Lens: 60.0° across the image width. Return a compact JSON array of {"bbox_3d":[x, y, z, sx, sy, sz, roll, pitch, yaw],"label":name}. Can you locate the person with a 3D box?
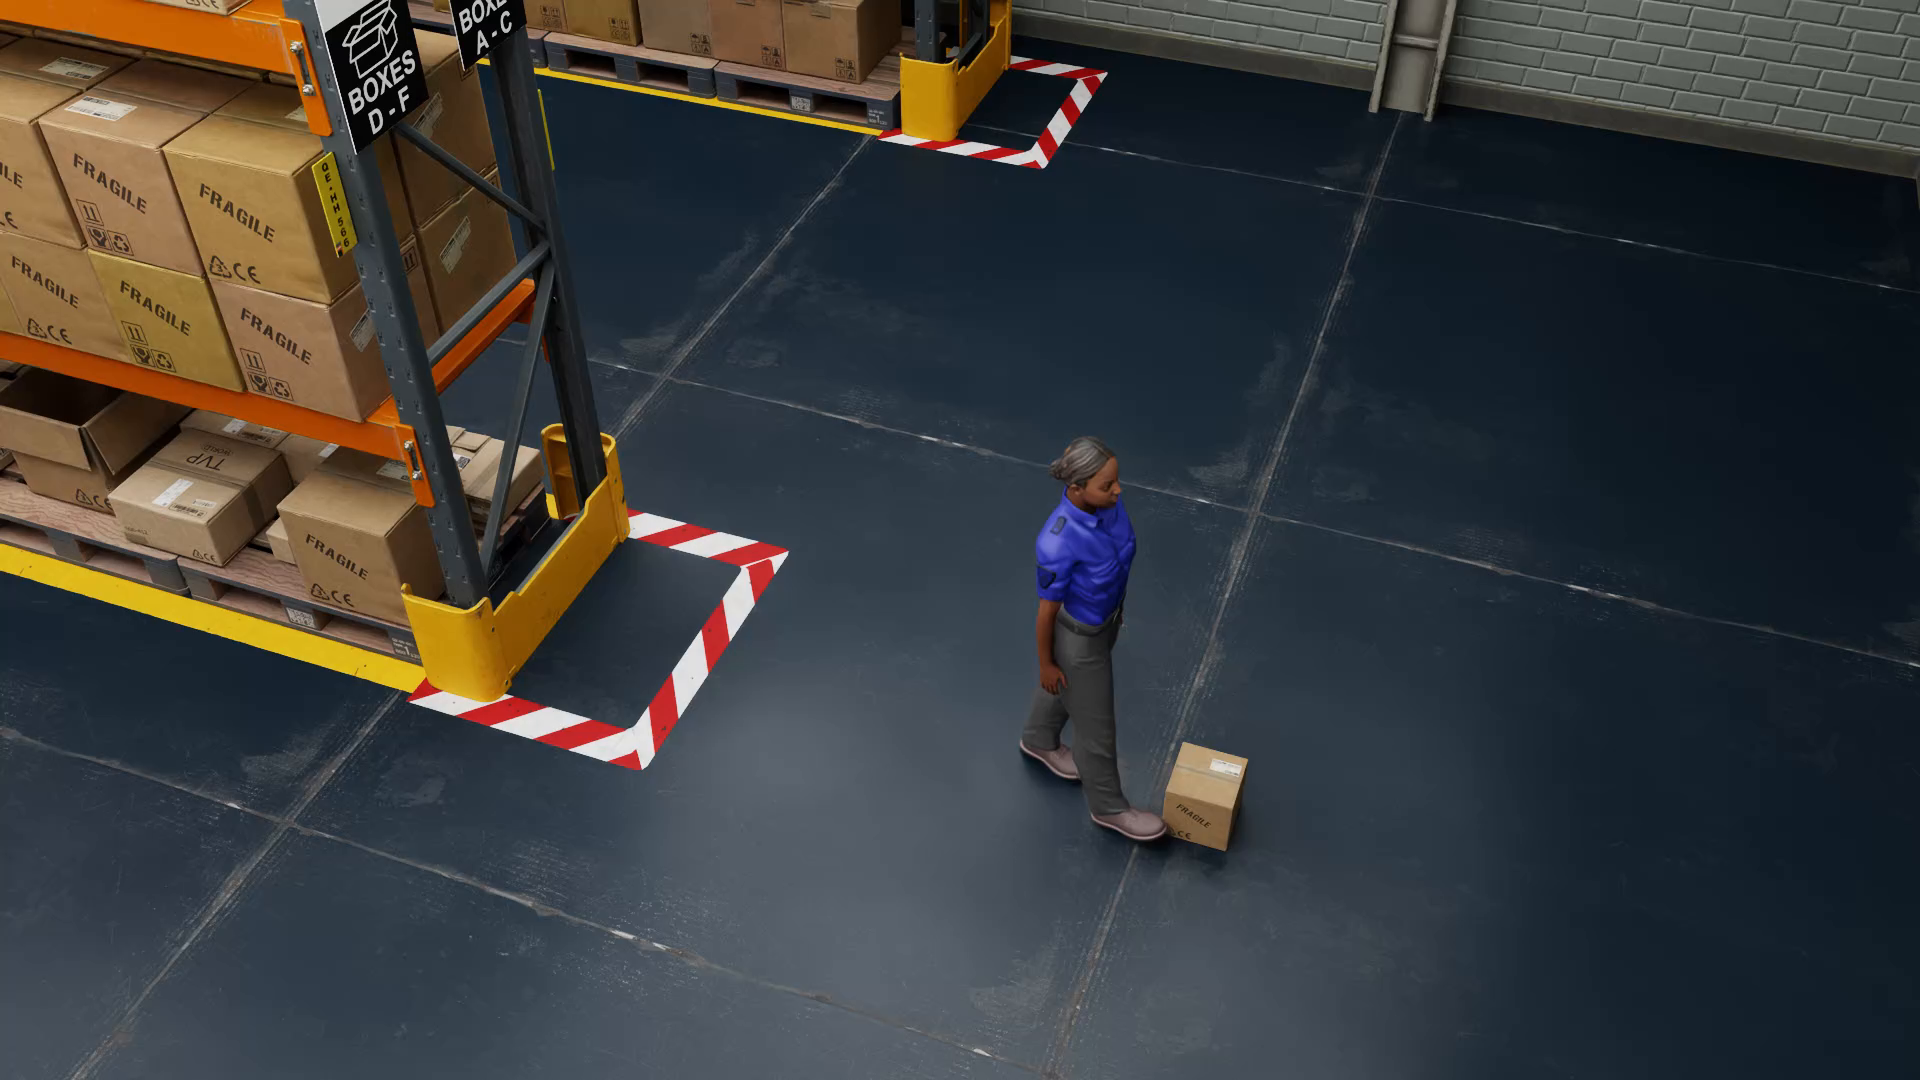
[{"bbox_3d":[0.505,0.334,5.782,0.672,1.646,0.450,18,45,19],"label":"person"}]
